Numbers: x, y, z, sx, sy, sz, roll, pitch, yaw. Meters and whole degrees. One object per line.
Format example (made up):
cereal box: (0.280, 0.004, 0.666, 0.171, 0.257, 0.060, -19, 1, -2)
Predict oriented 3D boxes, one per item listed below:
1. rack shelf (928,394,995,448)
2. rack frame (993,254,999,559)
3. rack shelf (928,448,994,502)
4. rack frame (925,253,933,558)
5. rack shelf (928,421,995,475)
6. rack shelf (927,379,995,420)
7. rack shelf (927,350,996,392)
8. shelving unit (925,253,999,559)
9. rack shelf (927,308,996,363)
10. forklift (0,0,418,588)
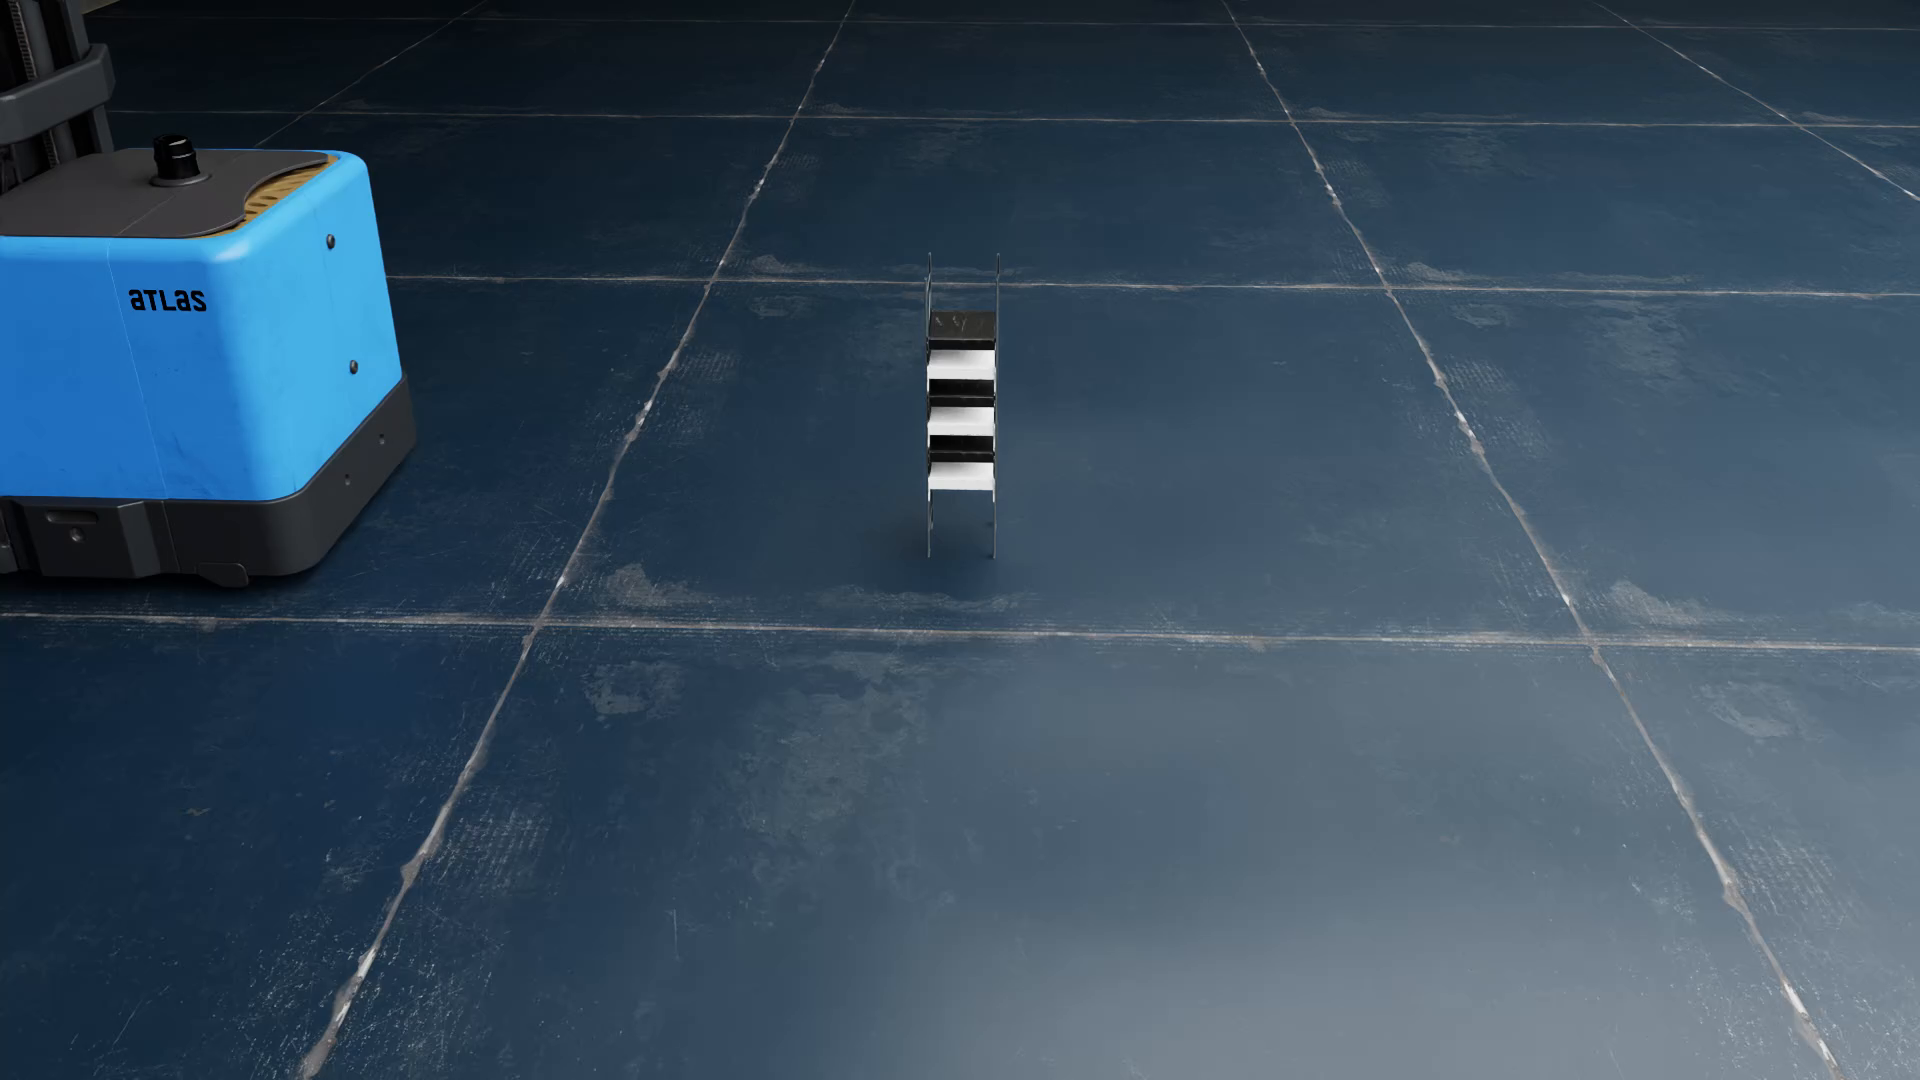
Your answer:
rack shelf: (0.008, -0.368, 5.055, 0.200, 0.077, 0.258, 1, 28, 2)
rack frame: (0.110, -0.396, 5.036, 0.006, 0.900, 0.240, 1, 28, 2)
rack shelf: (0.008, -0.209, 5.139, 0.200, 0.077, 0.258, 1, 28, 2)
rack frame: (-0.093, -0.399, 5.042, 0.006, 0.900, 0.240, 1, 28, 2)
rack shelf: (0.008, -0.288, 5.097, 0.200, 0.077, 0.258, 1, 28, 2)
rack shelf: (0.008, -0.448, 5.012, 0.200, 0.077, 0.258, 1, 28, 2)
rack shelf: (0.008, -0.527, 4.970, 0.200, 0.077, 0.258, 1, 28, 2)
shelving unit: (0.008, -0.397, 5.039, 0.210, 0.900, 0.258, 1, 28, 2)
rack shelf: (0.008, -0.607, 4.928, 0.200, 0.077, 0.258, 1, 28, 2)
forklift: (-3.406, -1.403, 4.767, 3.031, 2.935, 1.130, 1, 28, 3)
